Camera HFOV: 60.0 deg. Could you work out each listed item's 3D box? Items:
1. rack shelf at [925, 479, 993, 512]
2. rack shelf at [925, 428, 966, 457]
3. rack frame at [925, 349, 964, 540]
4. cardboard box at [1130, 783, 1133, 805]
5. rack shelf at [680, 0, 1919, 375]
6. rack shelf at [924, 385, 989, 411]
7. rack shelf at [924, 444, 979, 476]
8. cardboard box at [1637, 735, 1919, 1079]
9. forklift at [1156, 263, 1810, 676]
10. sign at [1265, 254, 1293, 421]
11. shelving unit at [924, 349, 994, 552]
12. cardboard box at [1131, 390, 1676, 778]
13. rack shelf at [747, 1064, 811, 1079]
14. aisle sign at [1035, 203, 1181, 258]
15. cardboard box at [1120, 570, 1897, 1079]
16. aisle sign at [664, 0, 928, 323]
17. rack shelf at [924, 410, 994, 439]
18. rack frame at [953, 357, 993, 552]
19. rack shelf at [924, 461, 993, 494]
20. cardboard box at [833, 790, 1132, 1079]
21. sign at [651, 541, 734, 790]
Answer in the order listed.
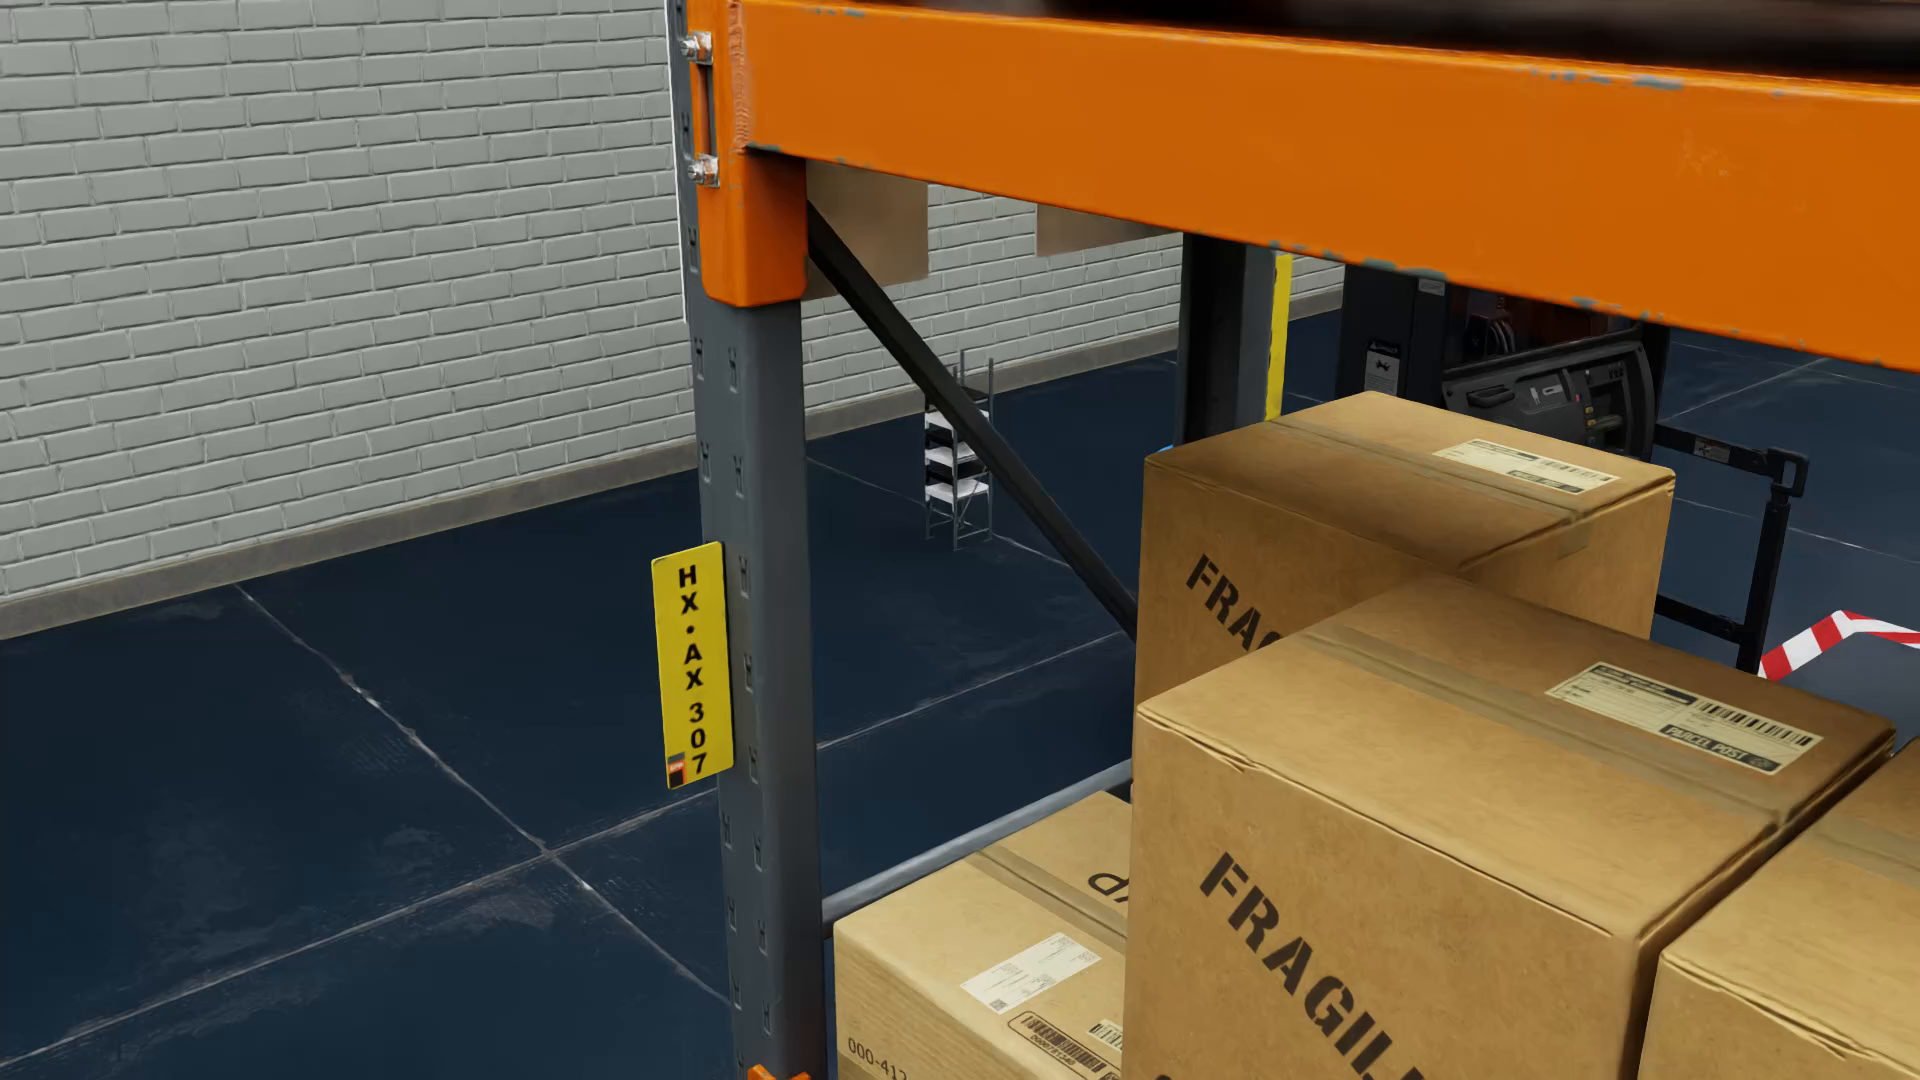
[{"bbox_3d":[-0.005,-0.223,7.903,0.258,0.077,0.200,-17,27,-37],"label":"rack shelf"},{"bbox_3d":[-0.005,-0.474,7.805,0.258,0.077,0.200,-17,27,-37],"label":"rack shelf"},{"bbox_3d":[-0.072,-0.449,7.897,0.240,0.900,0.006,-17,27,-37],"label":"rack frame"},{"bbox_3d":[0.597,0.476,2.452,0.500,0.250,0.500,-18,28,-38],"label":"cardboard box"},{"bbox_3d":[1.385,-0.035,0.833,1.077,0.370,4.000,-17,27,-37],"label":"rack shelf"},{"bbox_3d":[-0.005,-0.642,7.739,0.258,0.077,0.200,-17,27,-37],"label":"rack shelf"},{"bbox_3d":[-0.005,-0.390,7.838,0.258,0.077,0.200,-17,27,-37],"label":"rack shelf"},{"bbox_3d":[0.858,0.533,1.279,0.500,0.500,0.500,-18,28,-39],"label":"cardboard box"},{"bbox_3d":[1.896,-0.340,4.832,1.130,2.935,3.031,-14,25,-31],"label":"forklift"},{"bbox_3d":[0.500,-0.300,2.725,0.100,0.325,0.005,-17,27,-37],"label":"sign"},{"bbox_3d":[-0.005,-0.421,7.826,0.258,0.900,0.210,-17,27,-37],"label":"shelving unit"},{"bbox_3d":[0.597,0.129,2.312,0.500,0.500,0.500,-17,27,-37],"label":"cardboard box"},{"bbox_3d":[1.385,1.362,1.380,1.077,0.370,4.000,-17,27,-37],"label":"rack shelf"},{"bbox_3d":[0.260,-0.827,2.419,0.394,0.787,0.004,-17,27,-37],"label":"aisle sign"},{"bbox_3d":[0.515,0.392,1.641,0.500,0.500,0.500,-18,28,-39],"label":"cardboard box"},{"bbox_3d":[-0.194,-0.685,2.054,0.394,0.787,0.004,-17,27,-37],"label":"aisle sign"},{"bbox_3d":[-0.005,-0.558,7.772,0.258,0.077,0.200,-17,27,-37],"label":"rack shelf"},{"bbox_3d":[0.061,-0.393,7.754,0.240,0.900,0.006,-17,27,-37],"label":"rack frame"},{"bbox_3d":[-0.005,-0.306,7.871,0.258,0.077,0.200,-17,27,-37],"label":"rack shelf"},{"bbox_3d":[0.189,0.603,2.130,0.500,0.250,0.500,-18,28,-39],"label":"cardboard box"},{"bbox_3d":[-0.345,0.165,2.154,0.100,0.325,0.005,-17,27,-37],"label":"sign"}]
